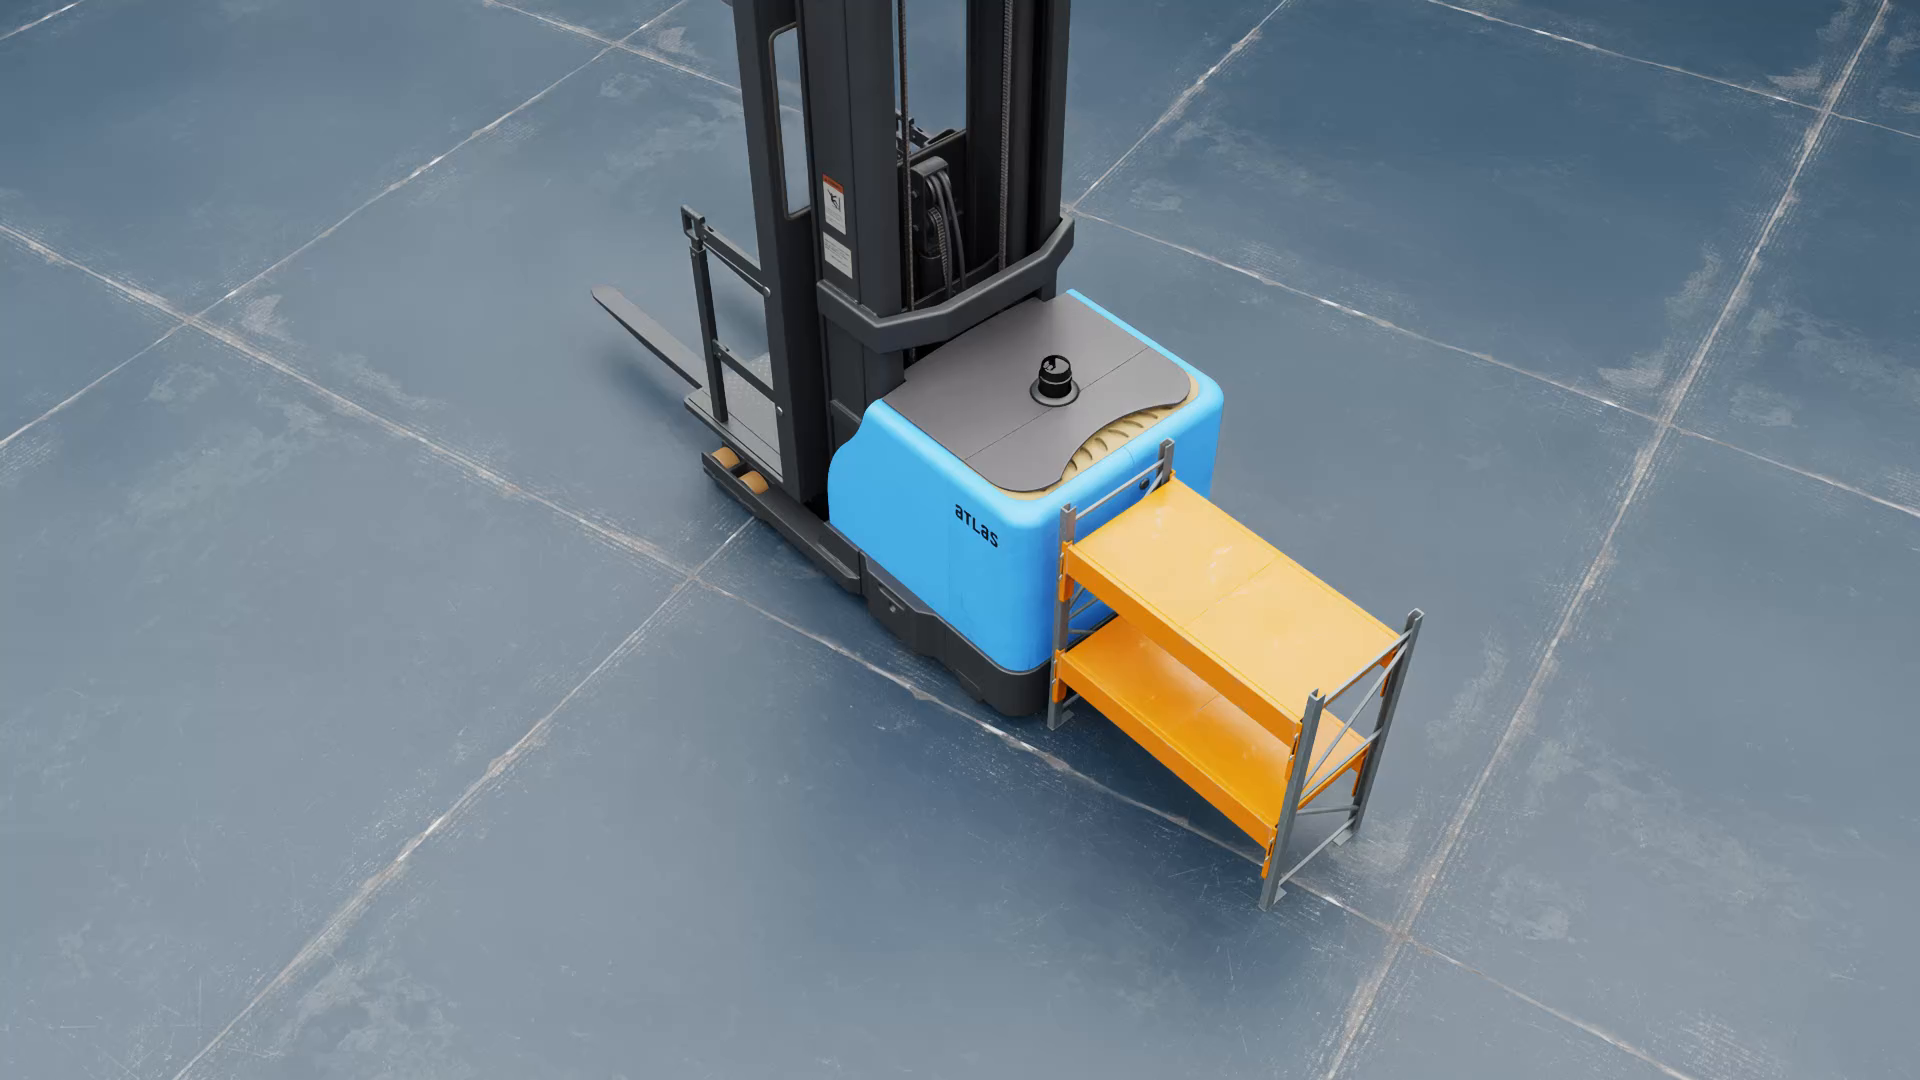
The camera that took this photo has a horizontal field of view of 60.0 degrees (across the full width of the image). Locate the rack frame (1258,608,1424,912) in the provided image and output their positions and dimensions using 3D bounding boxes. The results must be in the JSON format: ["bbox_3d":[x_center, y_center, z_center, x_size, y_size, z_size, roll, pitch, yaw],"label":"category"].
[{"bbox_3d":[1.192,0.722,5.264,0.500,1.125,0.032,-33,54,-28],"label":"rack frame"}]

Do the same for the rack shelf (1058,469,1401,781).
[{"bbox_3d":[0.854,0.246,5.318,0.538,0.278,1.000,-33,54,-28],"label":"rack shelf"}]

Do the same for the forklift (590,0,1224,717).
[{"bbox_3d":[-0.421,-1.358,6.026,1.130,2.935,3.031,-33,54,-28],"label":"forklift"}]

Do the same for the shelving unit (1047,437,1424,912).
[{"bbox_3d":[0.854,0.450,5.528,0.538,1.125,1.048,-33,54,-28],"label":"shelving unit"}]

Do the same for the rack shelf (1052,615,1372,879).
[{"bbox_3d":[0.854,0.621,5.703,0.538,0.278,1.000,-33,54,-28],"label":"rack shelf"}]

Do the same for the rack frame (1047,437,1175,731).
[{"bbox_3d":[0.515,0.179,5.792,0.500,1.125,0.032,-33,54,-28],"label":"rack frame"}]
